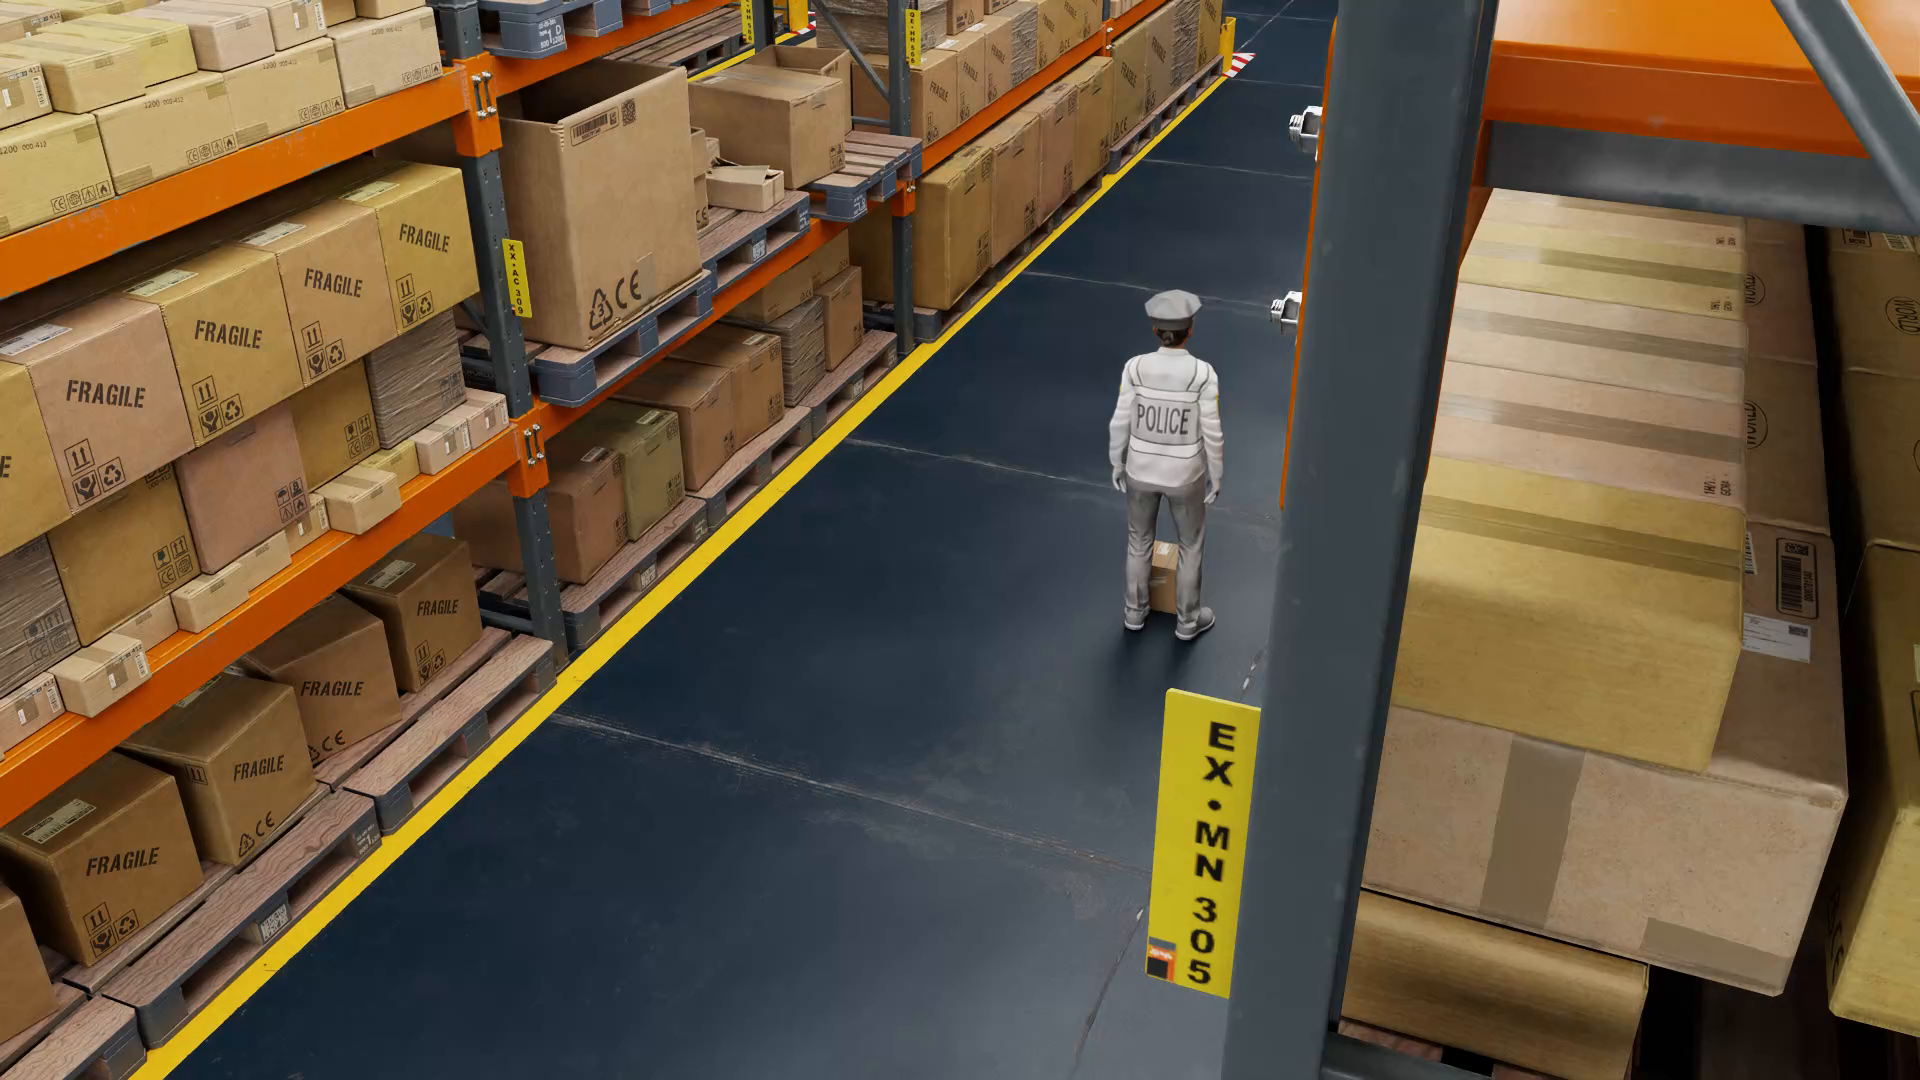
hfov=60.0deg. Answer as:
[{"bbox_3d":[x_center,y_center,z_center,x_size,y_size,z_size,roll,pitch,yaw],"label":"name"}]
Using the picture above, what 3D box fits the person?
[{"bbox_3d":[0.951,-0.312,7.670,0.539,1.661,0.374,10,31,16],"label":"person"}]
